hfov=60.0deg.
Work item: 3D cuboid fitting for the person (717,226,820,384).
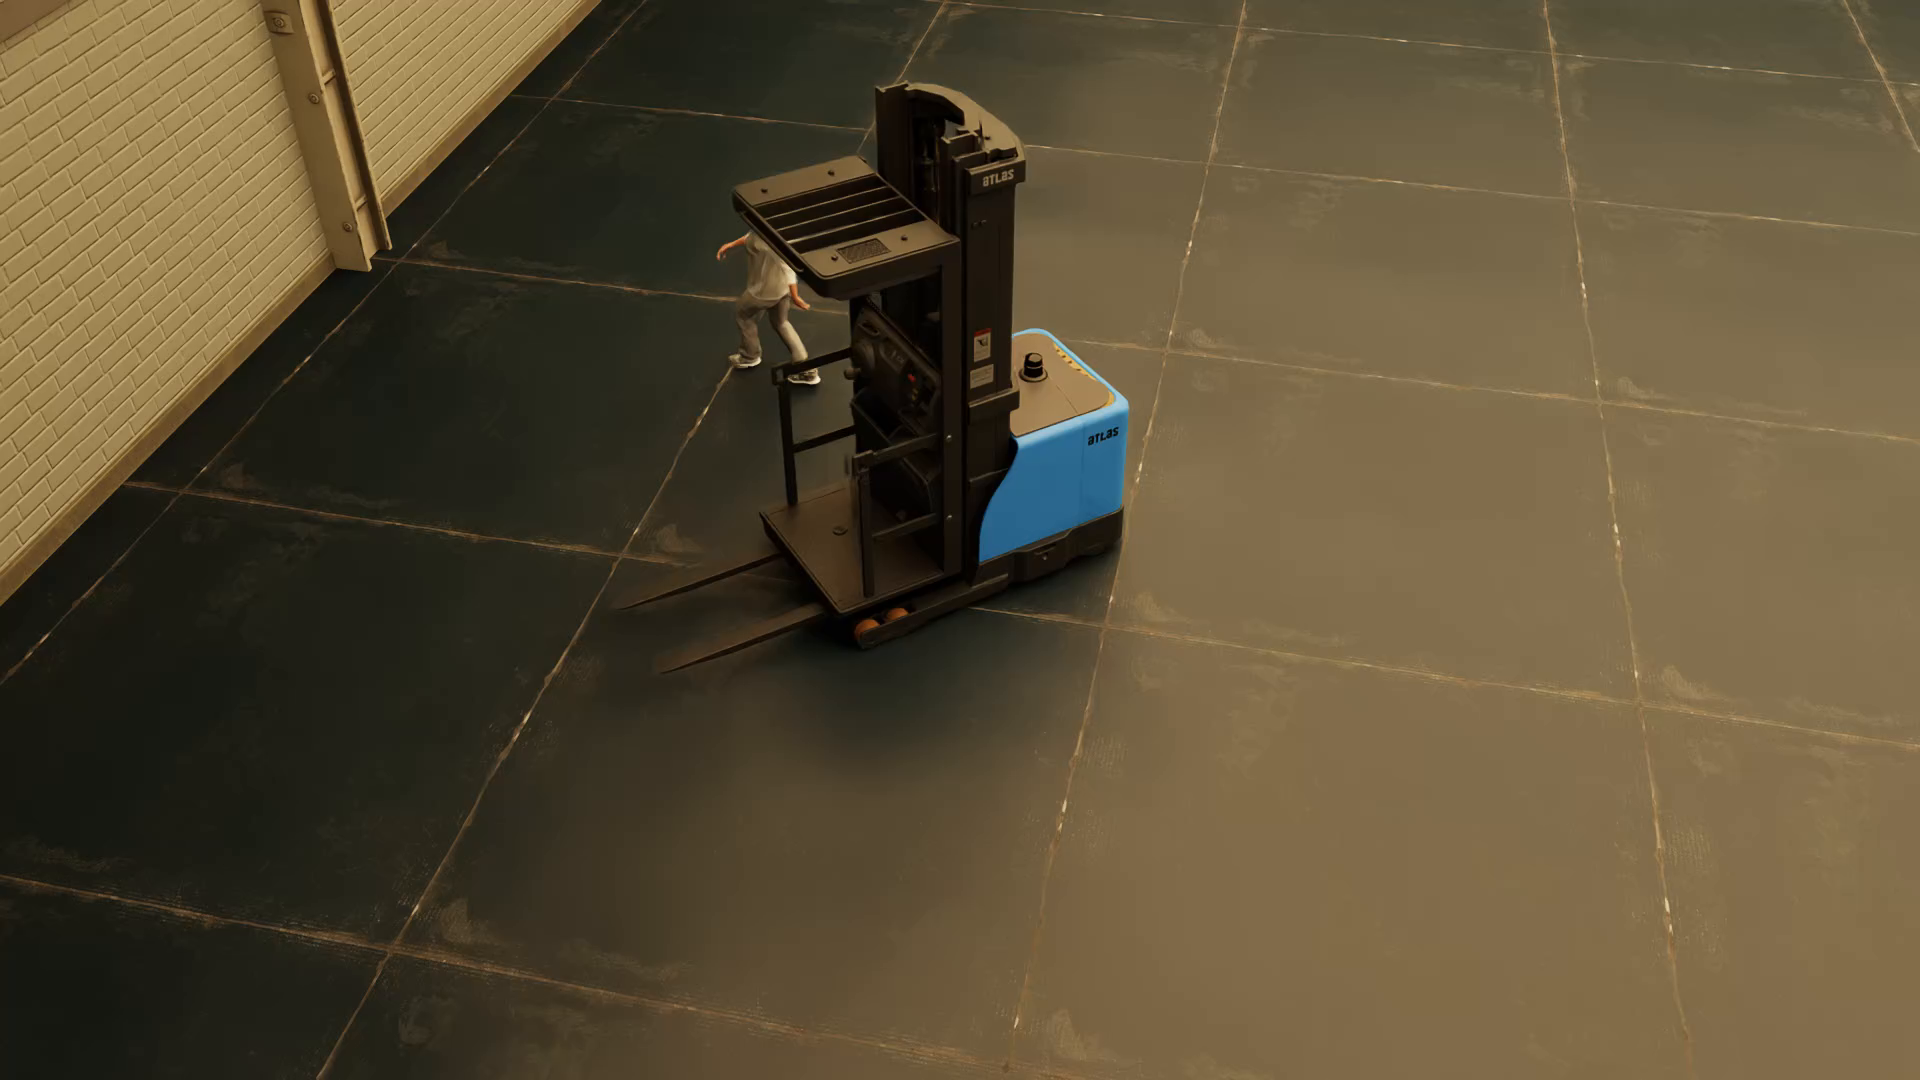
[{"bbox_3d":[-1.303,-1.737,11.282,0.839,1.540,0.428,18,43,21],"label":"person"}]

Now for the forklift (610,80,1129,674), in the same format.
[{"bbox_3d":[-0.536,-0.894,9.127,3.031,2.935,1.130,-20,44,-23],"label":"forklift"}]
